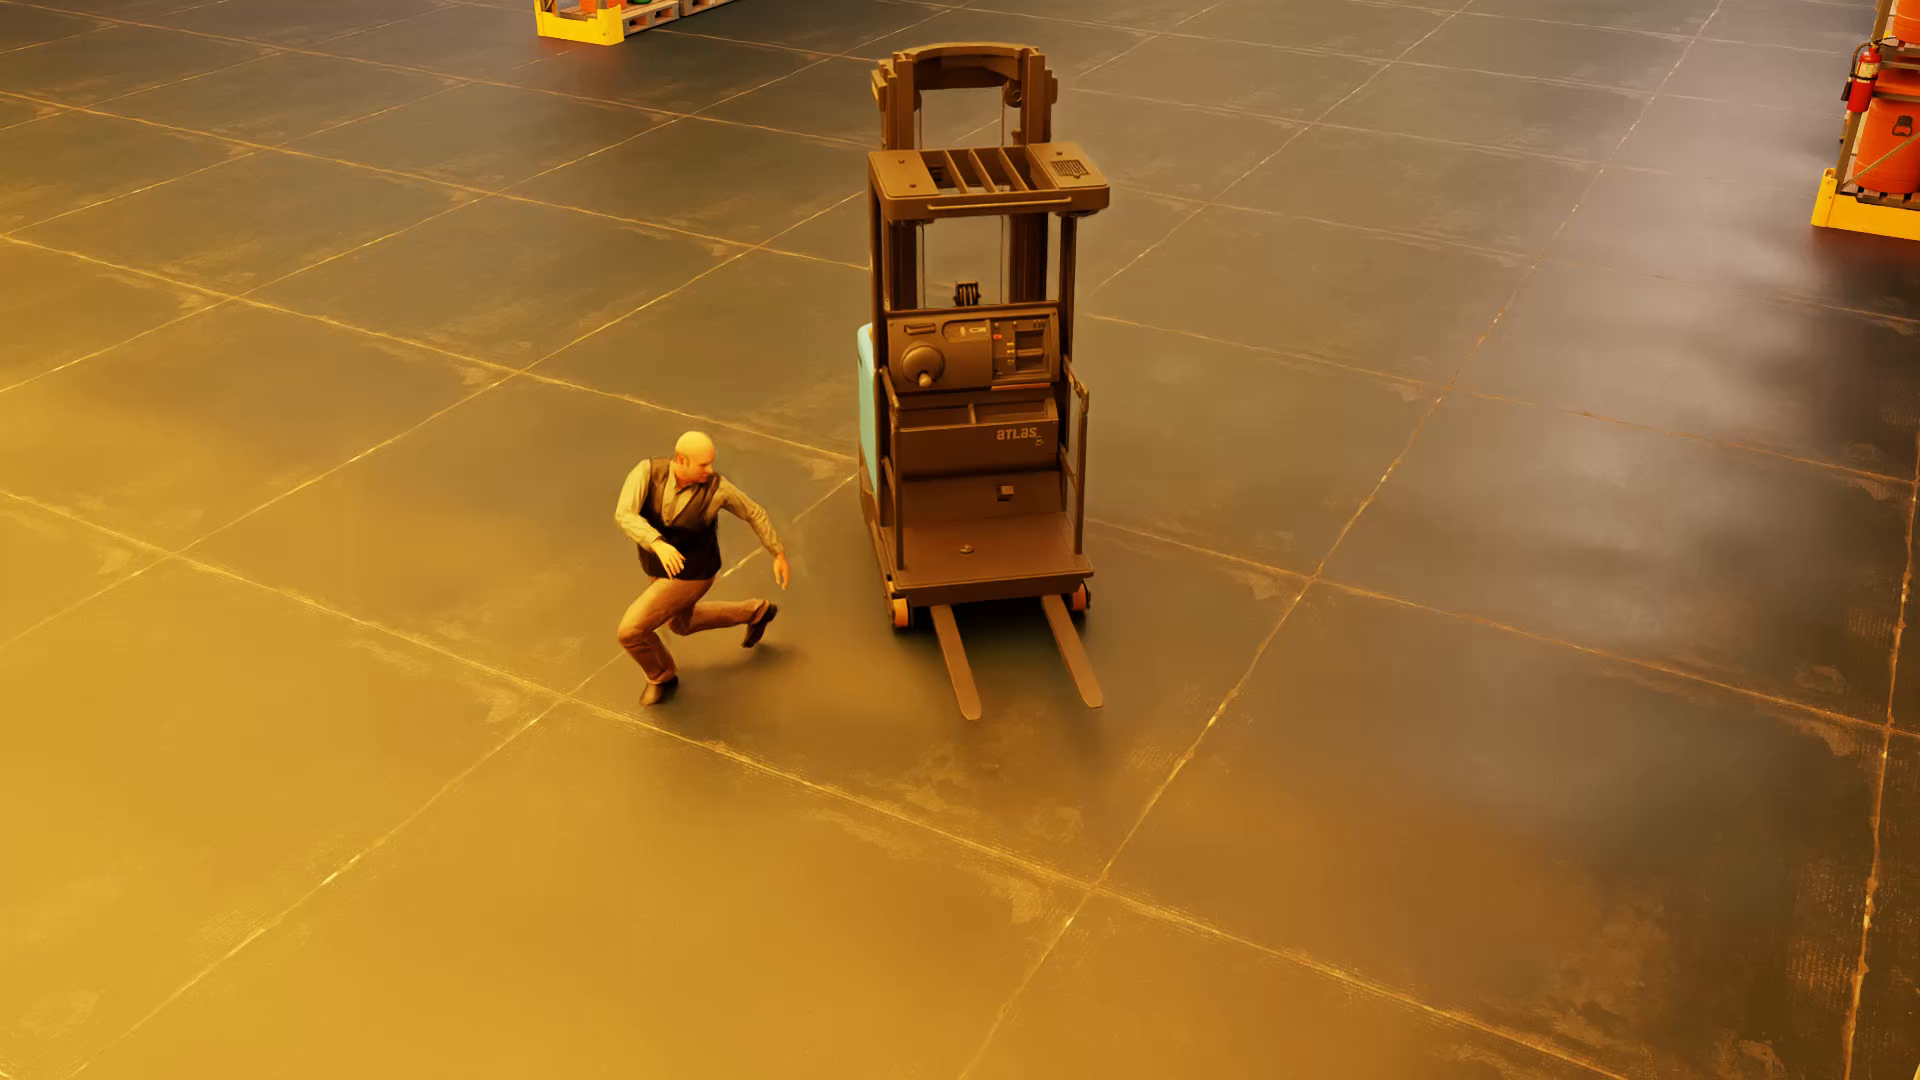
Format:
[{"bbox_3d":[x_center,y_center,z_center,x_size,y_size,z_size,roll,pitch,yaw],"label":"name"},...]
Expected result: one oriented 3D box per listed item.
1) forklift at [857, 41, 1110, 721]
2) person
[{"bbox_3d":[0.114,-0.979,8.766,1.130,2.935,3.031,-5,30,-8],"label":"forklift"},{"bbox_3d":[-1.318,0.109,8.404,0.669,1.490,0.933,23,37,34],"label":"person"}]
